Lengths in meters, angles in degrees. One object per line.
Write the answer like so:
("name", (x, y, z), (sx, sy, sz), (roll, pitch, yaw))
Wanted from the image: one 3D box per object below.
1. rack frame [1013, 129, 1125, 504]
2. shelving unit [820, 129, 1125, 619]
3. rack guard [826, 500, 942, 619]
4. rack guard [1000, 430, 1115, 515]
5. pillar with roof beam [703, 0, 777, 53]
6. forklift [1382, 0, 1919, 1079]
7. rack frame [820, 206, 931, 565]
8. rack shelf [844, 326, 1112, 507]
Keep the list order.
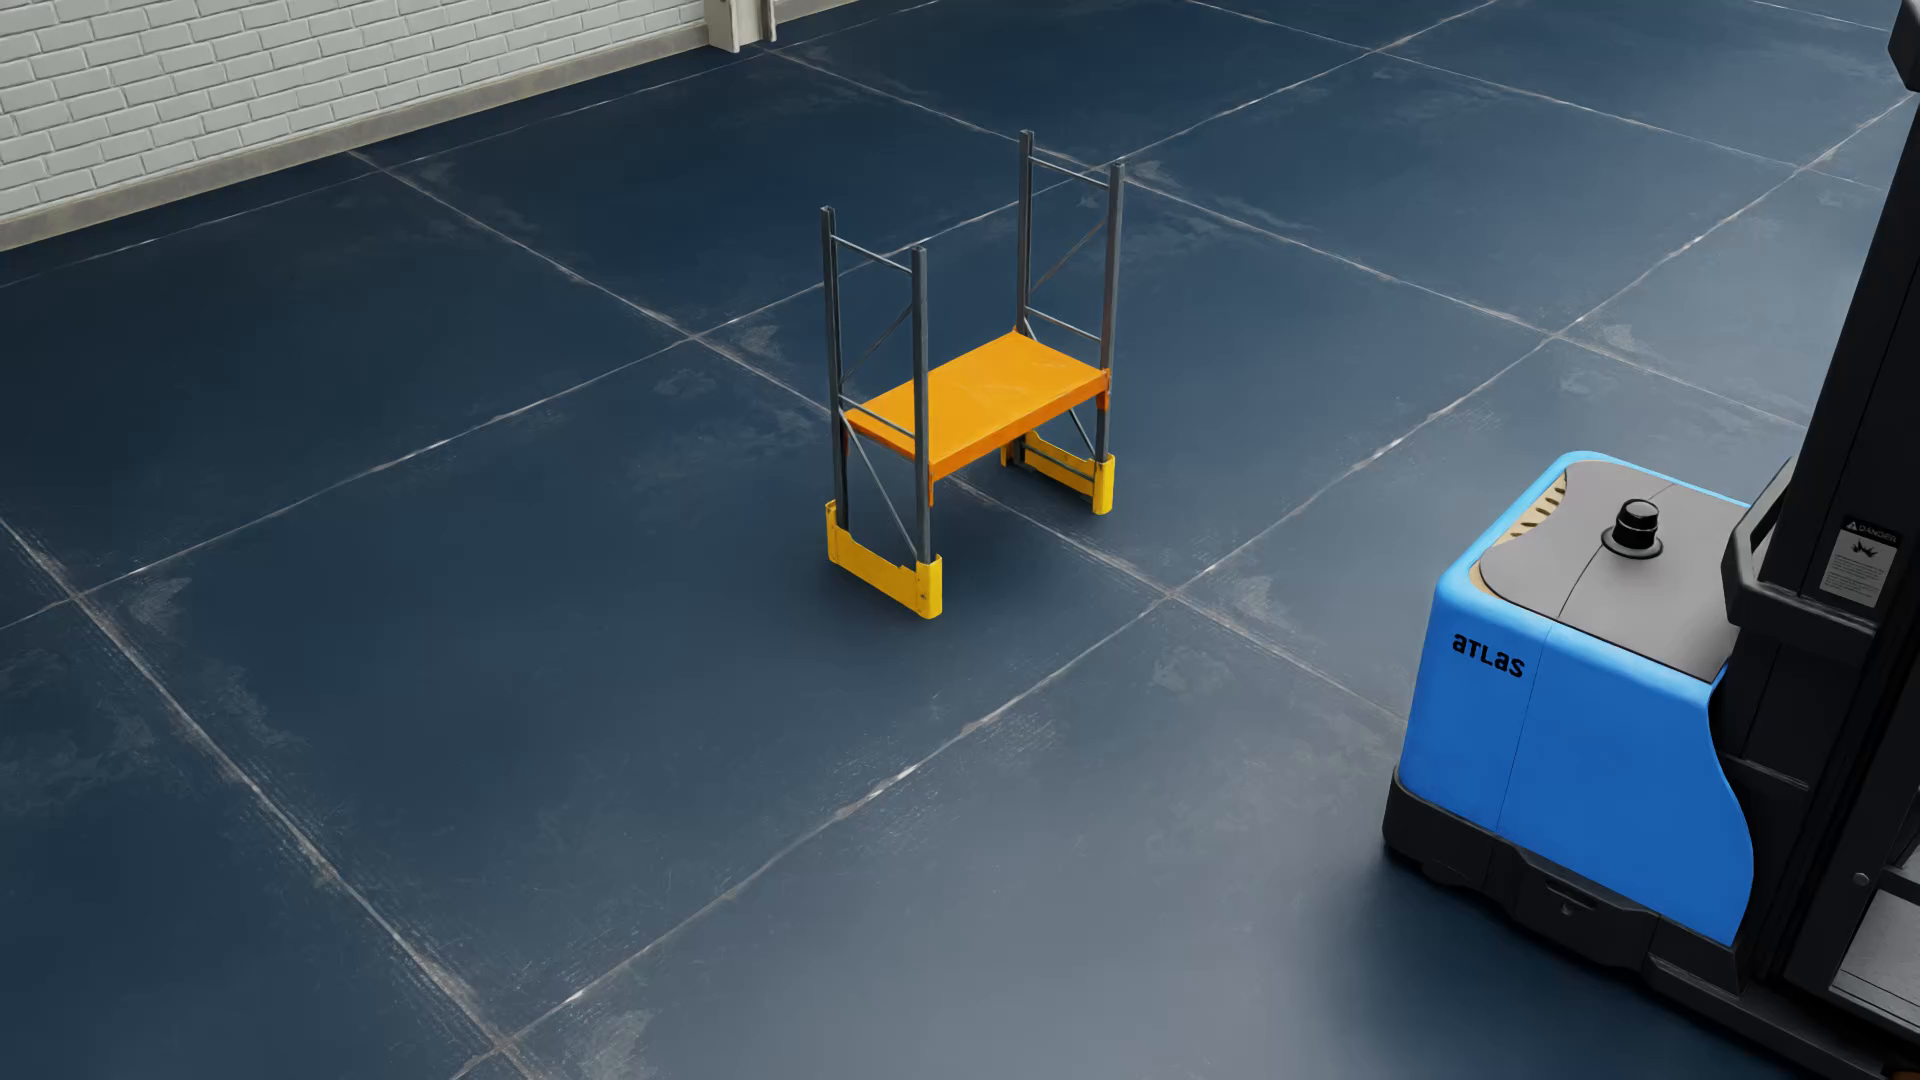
("rack frame", (0.418, -0.856, 6.667), (0.500, 1.500, 0.032), (30, 45, 35))
("shelving unit", (0.054, -0.646, 6.365), (0.587, 1.500, 1.083), (30, 45, 35))
("rack guard", (-0.297, 0.069, 6.433), (0.587, 0.250, 0.087), (30, 45, 35))
("rack guard", (0.405, -0.336, 7.013), (0.587, 0.250, 0.087), (30, 45, 35))
("pillar with roof beam", (1.503, -5.505, 6.777), (9.100, 9.000, 0.400), (30, 45, 35))
("forklift", (2.802, 0.118, 4.018), (3.031, 2.935, 1.130), (25, 42, 31))
("rack frame", (-0.298, -0.443, 6.075), (0.500, 1.500, 0.032), (30, 45, 35))
("rack shelf", (0.060, -0.502, 6.474), (0.538, 0.185, 1.000), (30, 45, 35))
